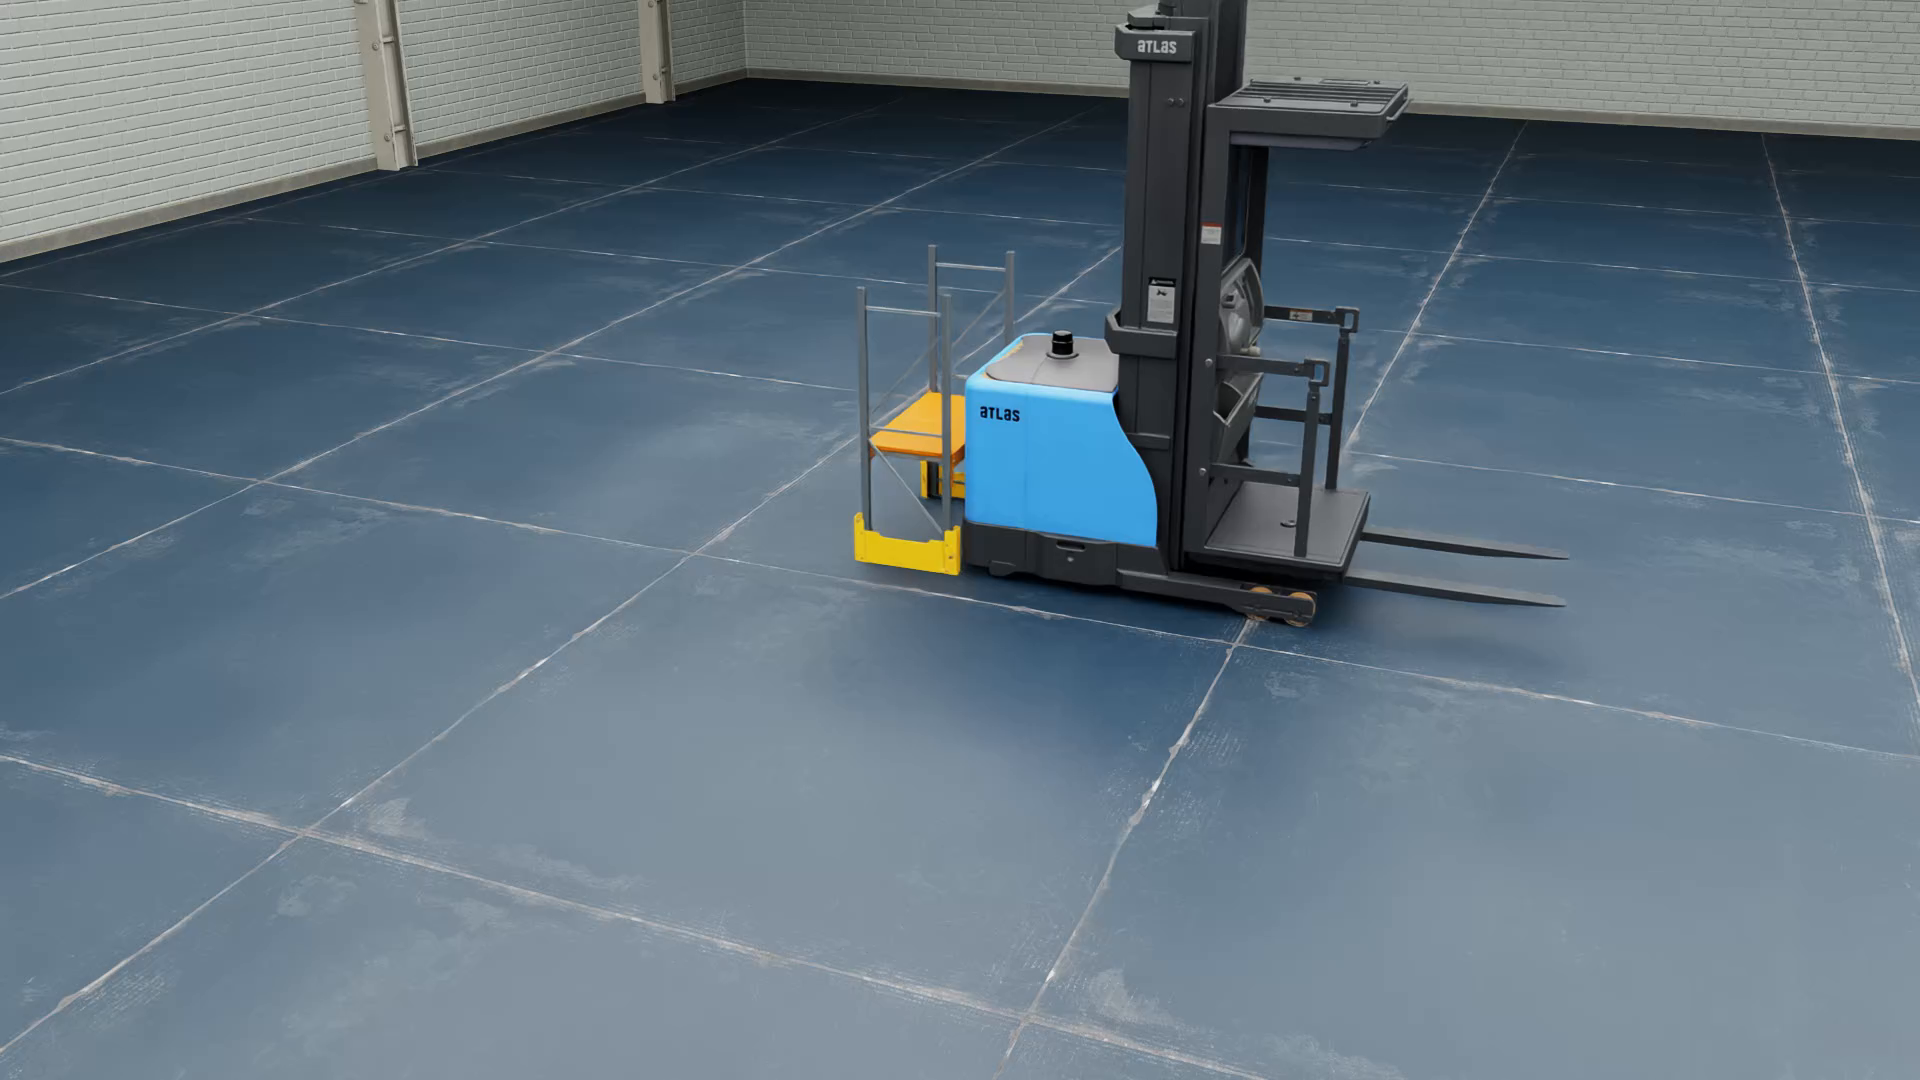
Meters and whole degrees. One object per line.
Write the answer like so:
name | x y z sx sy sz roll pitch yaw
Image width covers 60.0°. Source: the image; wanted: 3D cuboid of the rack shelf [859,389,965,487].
rack shelf | -0.111 -0.576 9.149 0.538 0.185 1.000 8 24 18

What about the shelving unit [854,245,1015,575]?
shelving unit | -0.114 -0.738 9.071 0.587 1.500 1.083 8 24 18

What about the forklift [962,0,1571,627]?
forklift | 1.584 -1.156 8.214 3.031 2.935 1.130 8 24 19

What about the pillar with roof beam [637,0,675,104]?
pillar with roof beam | -0.534 -10.162 21.904 9.100 9.000 0.400 9 24 20

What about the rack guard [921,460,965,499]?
rack guard | 0.055 -0.342 9.745 0.587 0.250 0.087 8 24 18

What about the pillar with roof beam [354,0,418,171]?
pillar with roof beam | -2.762 -8.015 16.763 9.100 9.000 0.400 9 24 20

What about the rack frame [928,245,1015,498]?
rack frame | 0.062 -0.926 9.520 0.500 1.500 0.032 8 24 18

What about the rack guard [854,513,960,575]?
rack guard | -0.283 0.019 8.880 0.587 0.250 0.087 8 24 18

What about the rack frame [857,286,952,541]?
rack frame | -0.284 -0.557 8.638 0.500 1.500 0.032 8 24 18
